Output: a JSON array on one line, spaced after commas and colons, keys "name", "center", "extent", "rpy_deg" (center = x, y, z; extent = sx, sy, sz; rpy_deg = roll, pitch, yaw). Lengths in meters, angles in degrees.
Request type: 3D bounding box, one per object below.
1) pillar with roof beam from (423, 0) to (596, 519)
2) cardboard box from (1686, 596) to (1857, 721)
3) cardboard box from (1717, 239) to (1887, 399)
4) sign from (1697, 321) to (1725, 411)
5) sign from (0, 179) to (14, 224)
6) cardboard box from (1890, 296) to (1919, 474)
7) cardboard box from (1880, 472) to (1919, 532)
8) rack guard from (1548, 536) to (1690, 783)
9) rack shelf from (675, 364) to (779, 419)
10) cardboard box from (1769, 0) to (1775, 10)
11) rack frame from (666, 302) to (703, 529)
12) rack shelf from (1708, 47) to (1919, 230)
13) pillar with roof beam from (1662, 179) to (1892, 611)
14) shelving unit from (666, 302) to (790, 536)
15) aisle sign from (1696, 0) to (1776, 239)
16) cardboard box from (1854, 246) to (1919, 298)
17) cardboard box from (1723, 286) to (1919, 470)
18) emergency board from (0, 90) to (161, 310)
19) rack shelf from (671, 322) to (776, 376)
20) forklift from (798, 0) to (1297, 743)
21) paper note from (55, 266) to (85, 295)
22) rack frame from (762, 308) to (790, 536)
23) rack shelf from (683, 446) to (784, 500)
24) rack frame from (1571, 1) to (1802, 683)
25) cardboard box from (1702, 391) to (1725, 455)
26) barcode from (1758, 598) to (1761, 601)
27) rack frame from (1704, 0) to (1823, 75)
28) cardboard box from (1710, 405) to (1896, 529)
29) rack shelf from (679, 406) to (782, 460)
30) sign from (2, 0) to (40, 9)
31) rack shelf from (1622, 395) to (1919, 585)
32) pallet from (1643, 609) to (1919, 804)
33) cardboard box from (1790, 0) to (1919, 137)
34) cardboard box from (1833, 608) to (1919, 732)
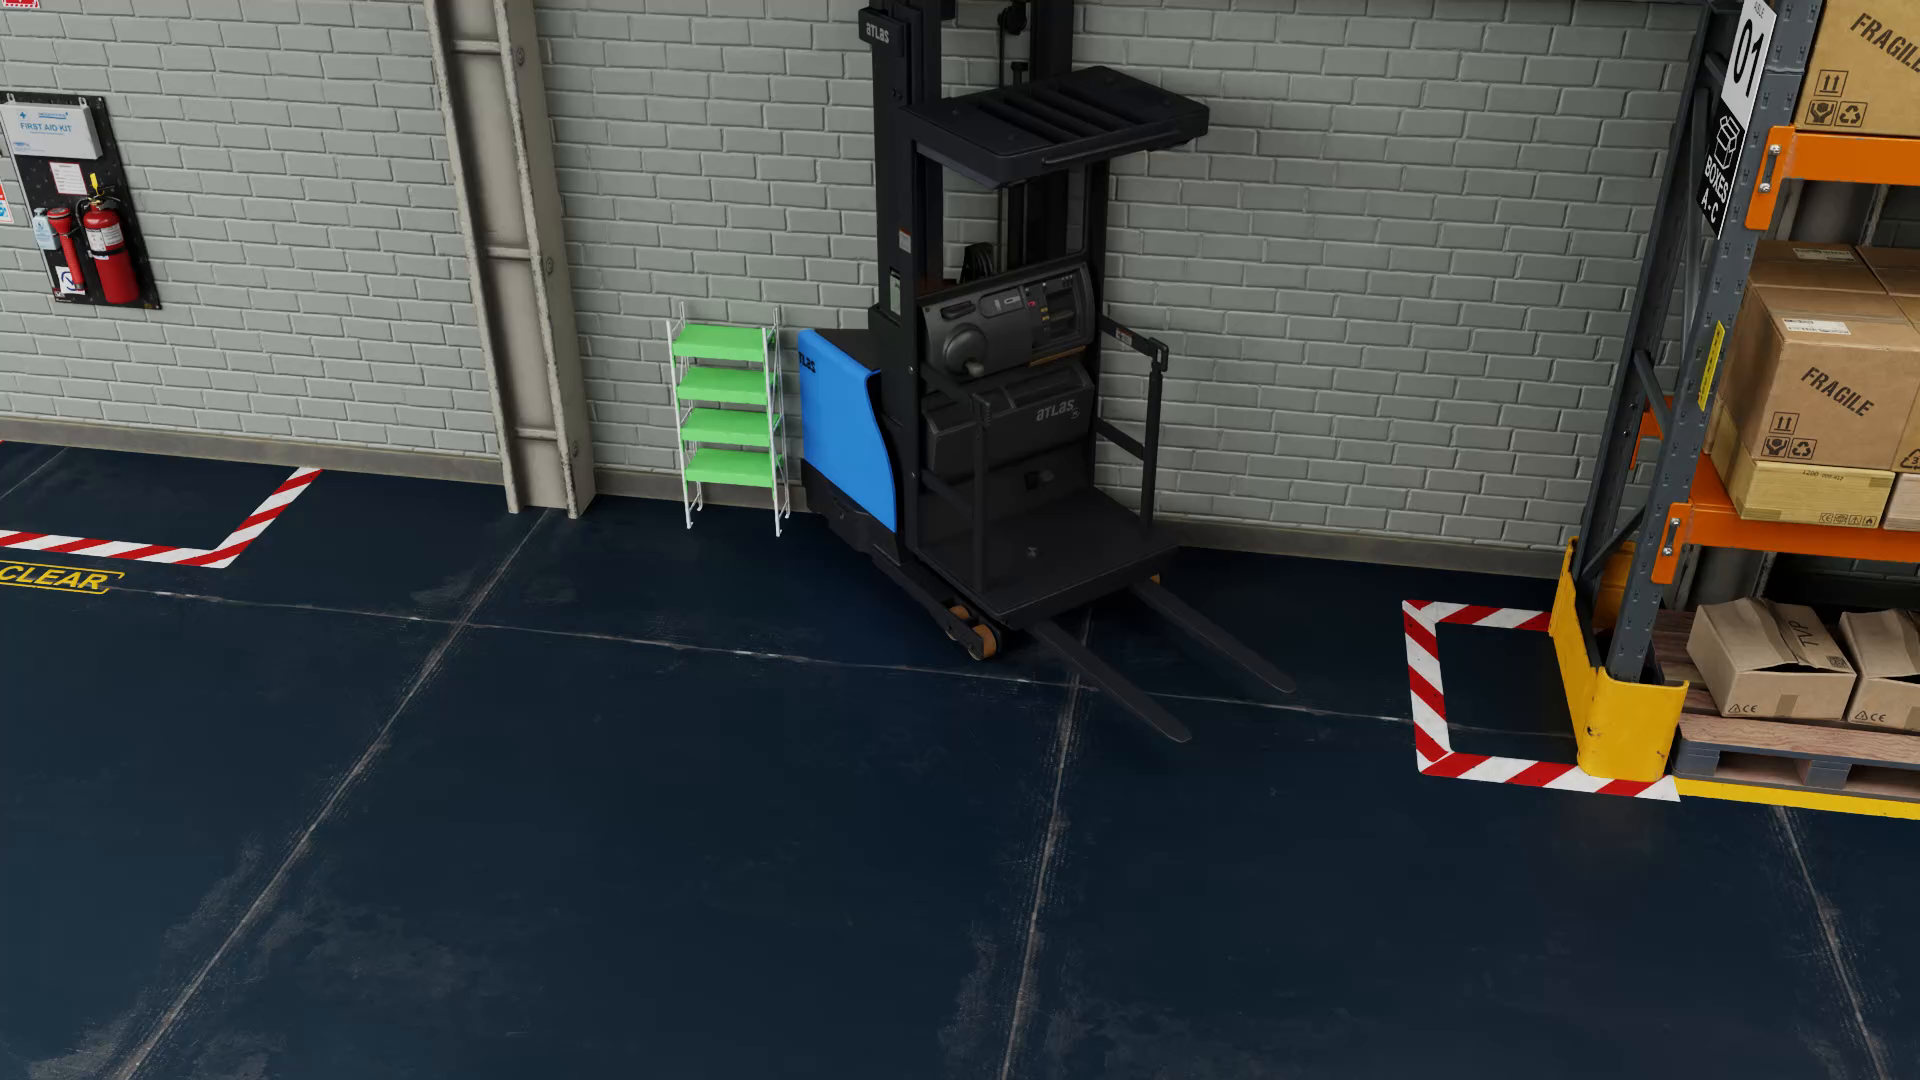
[{"name": "pillar with roof beam", "center": [-2.944, -1.775, 3.105], "extent": [0.400, 9.000, 9.100], "rpy_deg": [5, 32, 8]}, {"name": "cardboard box", "center": [3.526, 0.504, 7.238], "extent": [0.500, 0.311, 0.500], "rpy_deg": [2, 32, 3]}, {"name": "cardboard box", "center": [3.359, -0.890, 6.761], "extent": [0.500, 0.500, 0.500], "rpy_deg": [5, 32, 8]}, {"name": "sign", "center": [2.768, -0.641, 6.132], "extent": [0.005, 0.325, 0.100], "rpy_deg": [5, 32, 8]}, {"name": "sign", "center": [-5.177, -1.843, 8.833], "extent": [0.234, 0.329, 0.001], "rpy_deg": [5, 32, 8]}, {"name": "cardboard box", "center": [3.764, -0.572, 6.252], "extent": [0.500, 0.500, 0.500], "rpy_deg": [5, 32, 8]}, {"name": "cardboard box", "center": [3.801, -0.255, 6.452], "extent": [0.500, 0.250, 0.500], "rpy_deg": [4, 32, 7]}, {"name": "rack guard", "center": [2.934, 0.508, 7.467], "extent": [0.348, 0.500, 1.175], "rpy_deg": [5, 32, 8]}, {"name": "rack shelf", "center": [-1.183, -0.761, 8.504], "extent": [0.480, 0.148, 0.258], "rpy_deg": [5, 32, 8]}, {"name": "cardboard box", "center": [3.313, -1.976, 6.139], "extent": [0.500, 0.500, 0.500], "rpy_deg": [7, 33, 12]}, {"name": "rack frame", "center": [-1.424, -0.633, 8.630], "extent": [0.015, 1.200, 0.240], "rpy_deg": [5, 32, 8]}, {"name": "rack shelf", "center": [4.830, -1.346, 5.925], "extent": [4.000, 0.370, 1.077], "rpy_deg": [5, 32, 8]}, {"name": "pillar with roof beam", "center": [2.970, -1.240, 2.249], "extent": [0.400, 9.000, 9.100], "rpy_deg": [5, 32, 8]}, {"name": "shelving unit", "center": [-1.183, -0.612, 8.597], "extent": [0.503, 1.200, 0.258], "rpy_deg": [5, 32, 8]}, {"name": "aisle sign", "center": [2.738, -1.510, 5.885], "extent": [0.004, 0.787, 0.394], "rpy_deg": [5, 32, 8]}, {"name": "cardboard box", "center": [3.854, -0.840, 6.681], "extent": [0.500, 0.500, 0.500], "rpy_deg": [6, 32, 9]}, {"name": "cardboard box", "center": [3.279, -0.621, 6.331], "extent": [0.500, 0.500, 0.500], "rpy_deg": [5, 32, 8]}, {"name": "emergency board", "center": [-4.650, -1.724, 8.678], "extent": [0.643, 1.169, 0.194], "rpy_deg": [5, 32, 8]}, {"name": "rack shelf", "center": [-1.183, -0.965, 8.376], "extent": [0.480, 0.148, 0.258], "rpy_deg": [5, 32, 8]}, {"name": "forklift", "center": [0.353, -0.966, 7.532], "extent": [1.130, 2.935, 3.031], "rpy_deg": [-20, 37, -28]}, {"name": "paper note", "center": [-4.812, -1.403, 8.994], "extent": [0.142, 0.148, 0.016], "rpy_deg": [5, 32, 8]}, {"name": "rack frame", "center": [-0.942, -0.592, 8.564], "extent": [0.015, 1.200, 0.240], "rpy_deg": [5, 32, 8]}, {"name": "rack shelf", "center": [-1.183, -0.355, 8.758], "extent": [0.480, 0.148, 0.258], "rpy_deg": [5, 32, 8]}, {"name": "rack frame", "center": [2.859, -0.558, 6.815], "extent": [0.127, 3.000, 1.000], "rpy_deg": [5, 32, 8]}, {"name": "cardboard box", "center": [3.352, -0.563, 6.945], "extent": [0.500, 0.250, 0.500], "rpy_deg": [6, 32, 9]}, {"name": "barcode", "center": [3.611, 0.292, 7.567], "extent": [0.075, 0.075, 0.001], "rpy_deg": [5, 32, 8]}, {"name": "rack frame", "center": [2.859, -3.101, 5.223], "extent": [0.127, 3.000, 1.000], "rpy_deg": [5, 32, 8]}, {"name": "cardboard box", "center": [3.287, -0.294, 6.514], "extent": [0.500, 0.250, 0.500], "rpy_deg": [4, 32, 7]}, {"name": "rack shelf", "center": [-1.183, -0.558, 8.631], "extent": [0.480, 0.148, 0.258], "rpy_deg": [5, 32, 8]}, {"name": "sign", "center": [-4.641, -2.760, 8.147], "extent": [0.199, 0.298, 0.001], "rpy_deg": [5, 32, 8]}, {"name": "rack shelf", "center": [4.830, -0.075, 6.720], "extent": [4.000, 0.370, 1.077], "rpy_deg": [5, 32, 8]}, {"name": "pallet", "center": [3.729, 0.721, 7.398], "extent": [1.213, 0.211, 1.003], "rpy_deg": [5, 32, 8]}, {"name": "cardboard box", "center": [3.146, -1.720, 5.731], "extent": [0.500, 0.500, 0.500], "rpy_deg": [6, 33, 9]}, {"name": "cardboard box", "center": [4.088, 0.555, 7.156], "extent": [0.500, 0.311, 0.500], "rpy_deg": [8, 33, 12]}]
